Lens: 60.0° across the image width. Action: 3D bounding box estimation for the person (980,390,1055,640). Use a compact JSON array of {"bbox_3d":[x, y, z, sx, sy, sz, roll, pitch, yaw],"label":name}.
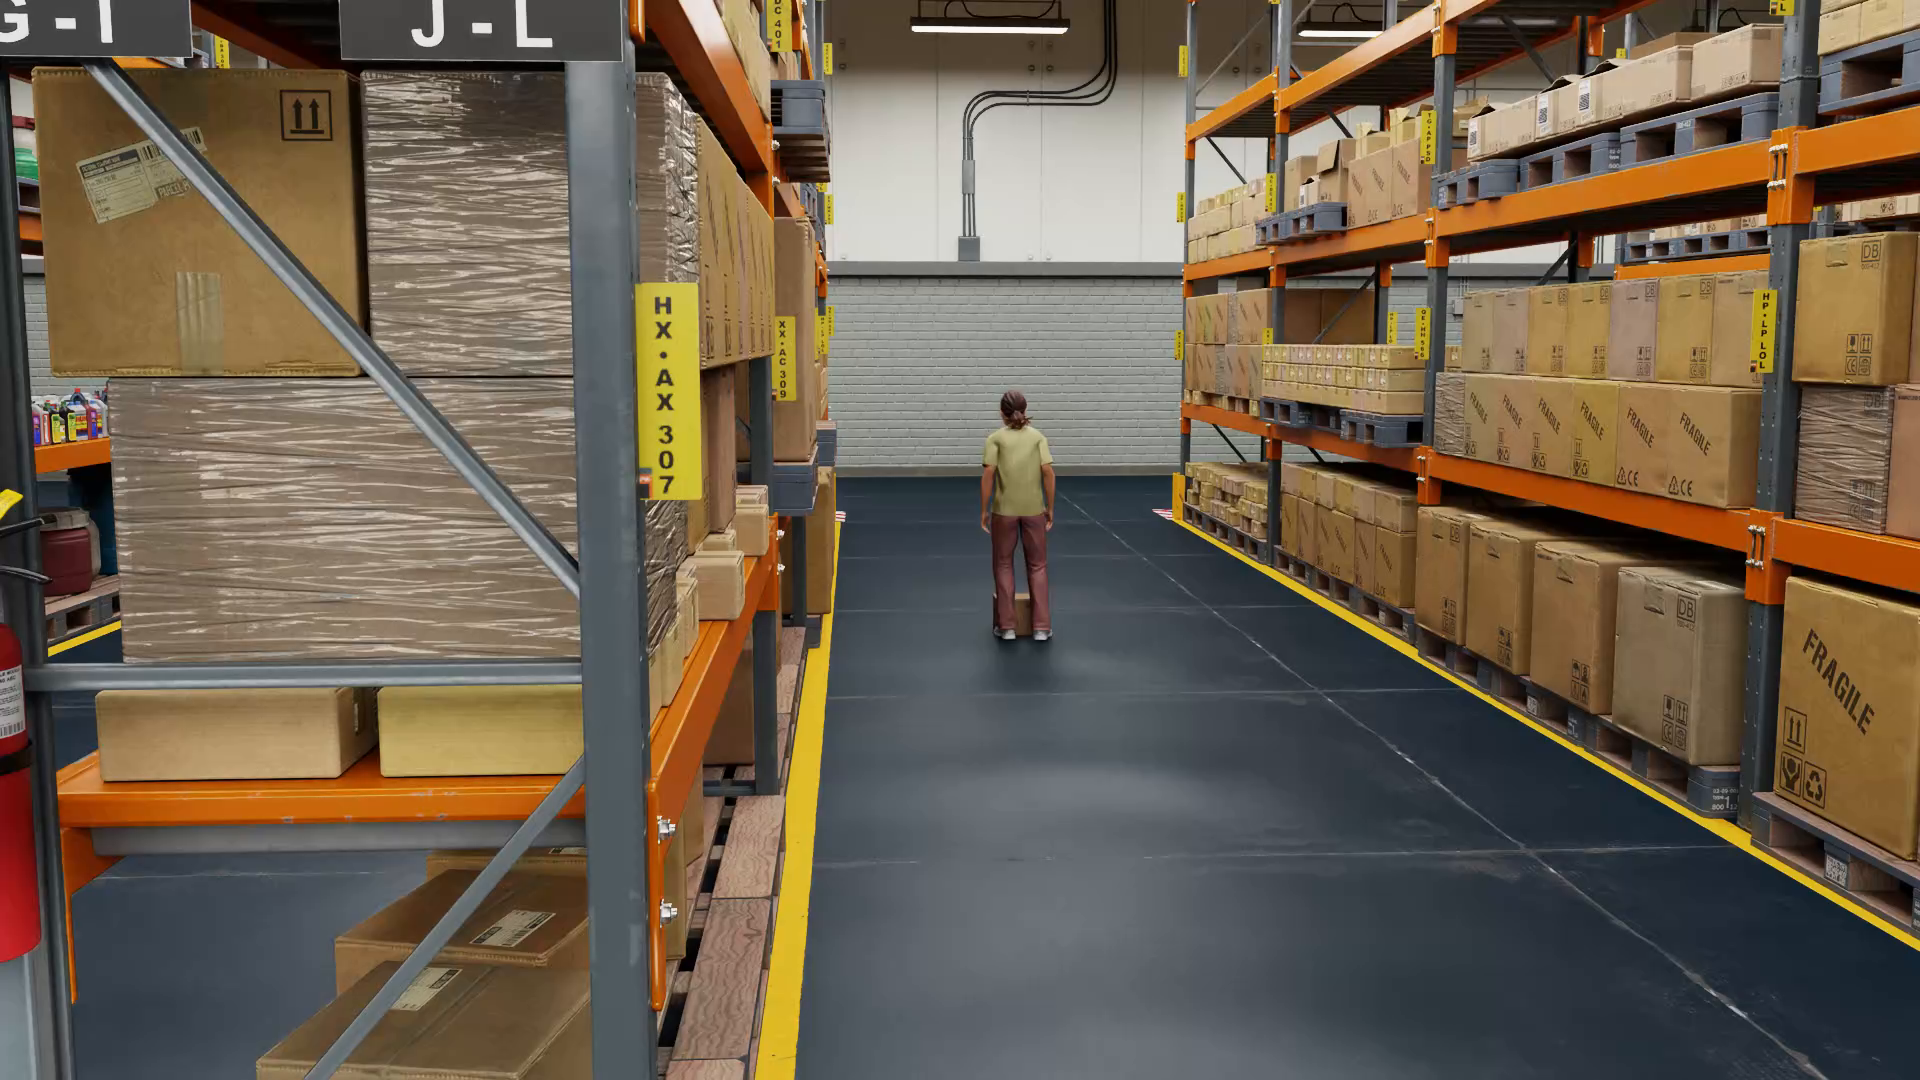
[{"bbox_3d":[0.381,-0.167,11.134,0.519,1.671,0.417,-1,7,-7],"label":"person"}]
